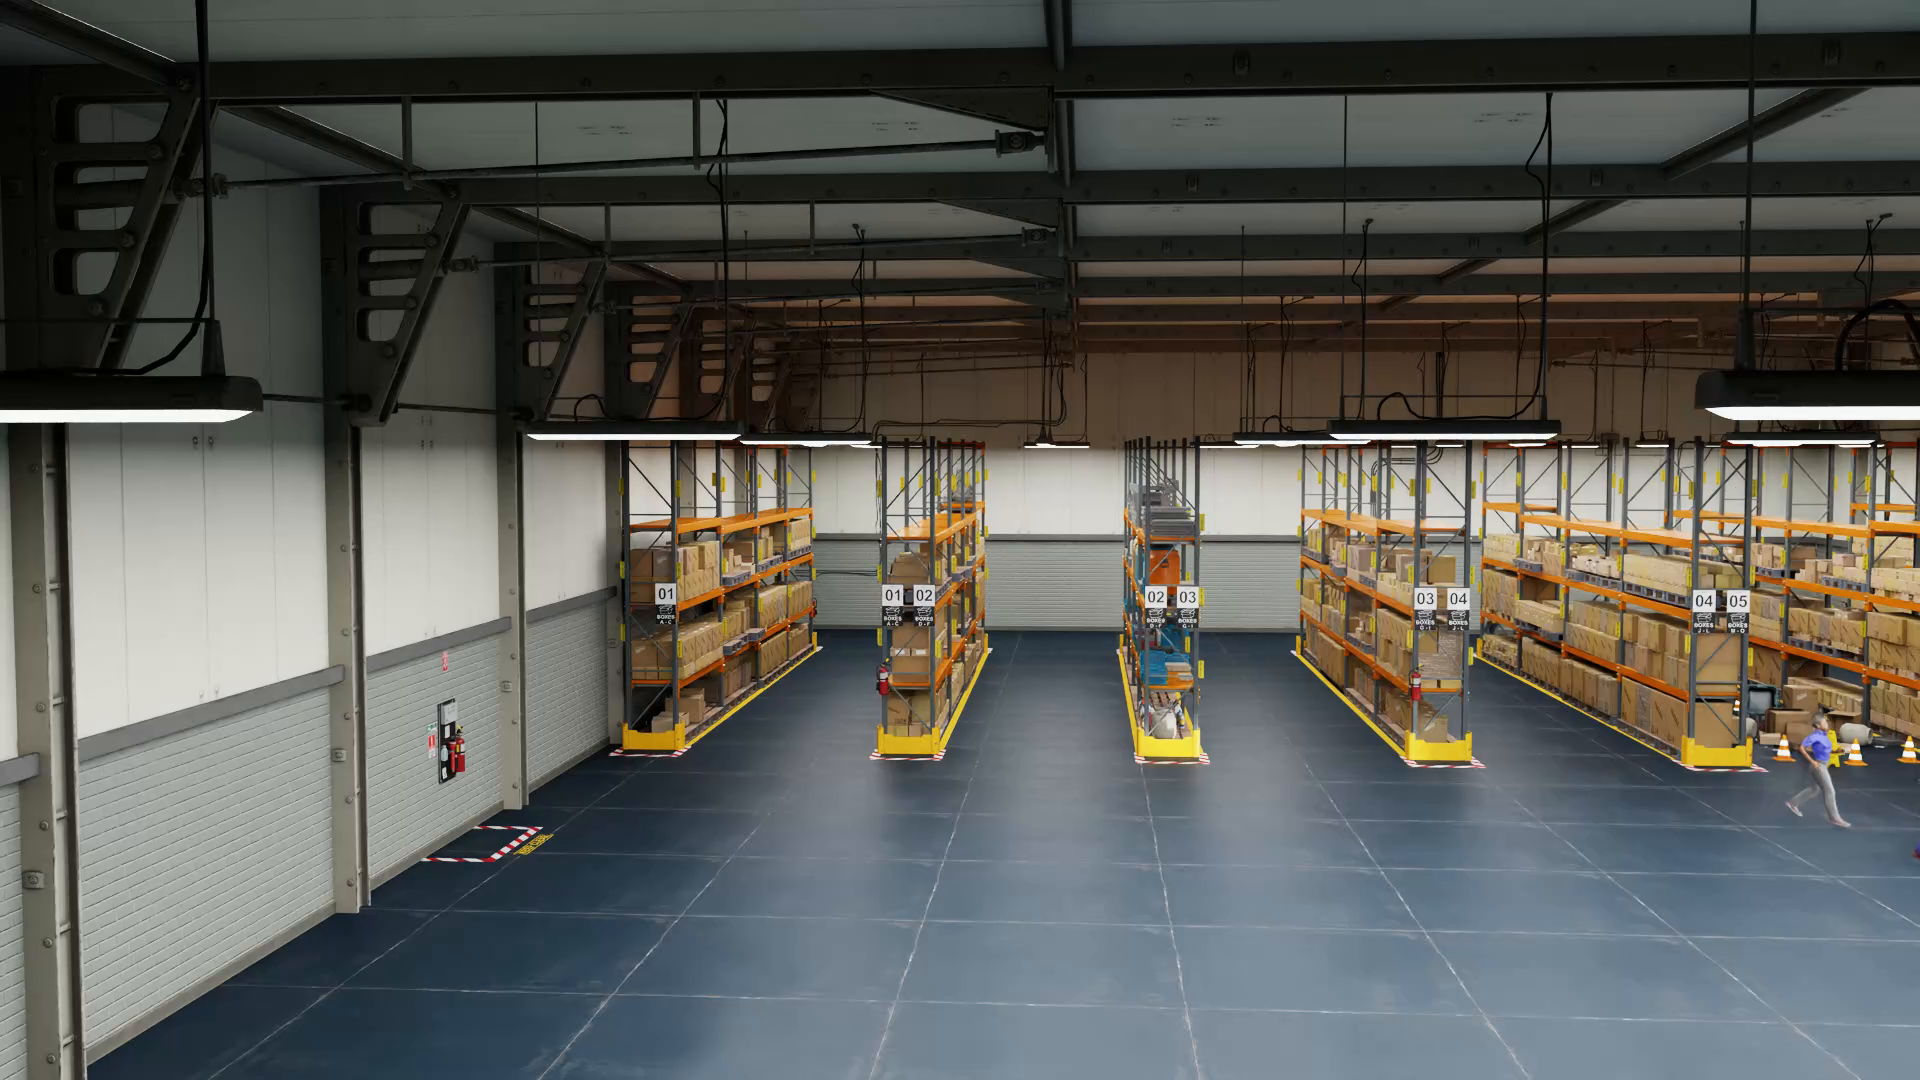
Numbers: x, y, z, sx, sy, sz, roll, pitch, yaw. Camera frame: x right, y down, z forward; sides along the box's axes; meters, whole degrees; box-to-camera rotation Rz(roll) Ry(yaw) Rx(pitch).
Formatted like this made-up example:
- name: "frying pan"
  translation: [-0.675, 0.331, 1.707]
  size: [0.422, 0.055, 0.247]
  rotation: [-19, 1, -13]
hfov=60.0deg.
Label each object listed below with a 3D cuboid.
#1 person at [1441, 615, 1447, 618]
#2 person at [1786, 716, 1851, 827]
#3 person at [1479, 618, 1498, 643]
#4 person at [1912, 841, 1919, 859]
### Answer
- name: "person"
  translation: [13.157, 2.511, 45.458]
  size: [0.547, 1.552, 0.579]
  rotation: [1, 3, 19]
- name: "person"
  translation: [13.148, 3.515, 25.463]
  size: [0.941, 1.631, 0.574]
  rotation: [2, 4, 38]
- name: "person"
  translation: [15.183, 2.326, 47.647]
  size: [0.689, 1.775, 0.751]
  rotation: [3, 4, 41]
- name: "person"
  translation: [13.527, 3.699, 22.861]
  size: [0.726, 1.707, 0.572]
  rotation: [2, 4, 34]
